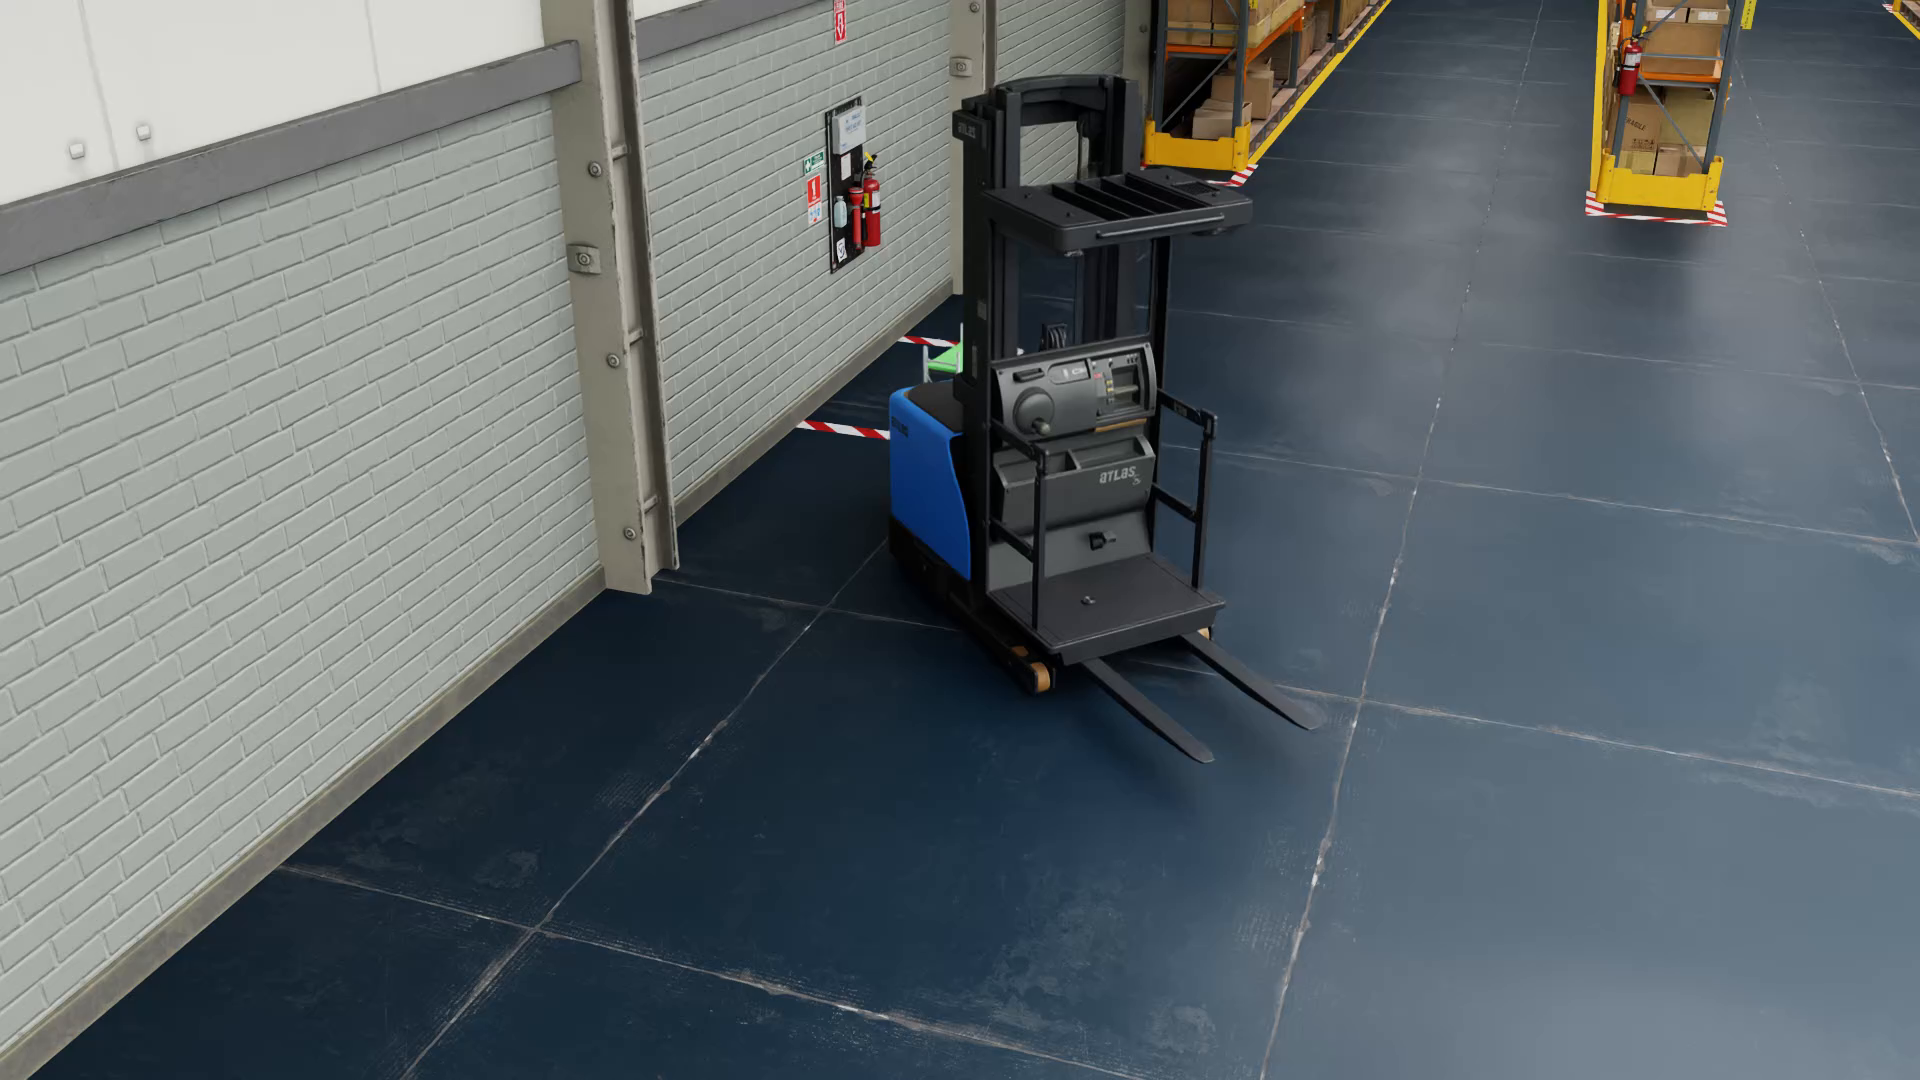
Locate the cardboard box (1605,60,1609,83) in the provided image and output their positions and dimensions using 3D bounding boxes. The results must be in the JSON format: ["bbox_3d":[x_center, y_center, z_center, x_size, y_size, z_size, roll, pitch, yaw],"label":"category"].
[{"bbox_3d":[9.072,-6.372,22.642,0.500,0.250,0.500,9,27,18],"label":"cardboard box"}]

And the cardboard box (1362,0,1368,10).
[{"bbox_3d":[6.593,-9.521,28.458,0.750,0.750,0.750,9,27,18],"label":"cardboard box"}]

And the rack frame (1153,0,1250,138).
[{"bbox_3d":[2.694,-5.654,18.487,1.000,3.000,0.127,9,27,17],"label":"rack frame"}]

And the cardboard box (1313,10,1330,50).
[{"bbox_3d":[5.165,-7.712,25.099,0.700,0.500,0.500,9,27,18],"label":"cardboard box"}]

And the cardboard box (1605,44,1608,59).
[{"bbox_3d":[9.577,-7.004,23.947,0.500,0.250,0.500,9,27,17],"label":"cardboard box"}]

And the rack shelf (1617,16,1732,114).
[{"bbox_3d":[8.032,-5.436,18.860,1.077,0.370,4.000,9,27,17],"label":"rack shelf"}]

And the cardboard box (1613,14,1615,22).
[{"bbox_3d":[10.118,-7.717,25.109,0.500,0.500,0.500,10,28,19],"label":"cardboard box"}]

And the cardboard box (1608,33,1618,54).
[{"bbox_3d":[9.238,-6.830,22.944,0.500,0.311,0.500,8,27,16],"label":"cardboard box"}]

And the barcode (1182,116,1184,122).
[{"bbox_3d":[2.638,-4.983,19.670,0.001,0.075,0.075,9,27,17],"label":"barcode"}]

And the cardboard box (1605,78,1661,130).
[{"bbox_3d":[7.583,-4.903,18.748,0.500,0.500,0.500,9,27,17],"label":"cardboard box"}]

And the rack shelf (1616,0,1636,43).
[{"bbox_3d":[9.363,-7.080,22.255,1.077,0.370,4.000,9,27,17],"label":"rack shelf"}]

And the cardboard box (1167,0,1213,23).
[{"bbox_3d":[2.650,-6.158,18.815,0.500,0.500,0.500,8,27,17],"label":"cardboard box"}]

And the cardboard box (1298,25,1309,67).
[{"bbox_3d":[4.586,-7.100,23.835,0.700,0.500,0.500,9,27,18],"label":"cardboard box"}]

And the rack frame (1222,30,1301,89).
[{"bbox_3d":[4.025,-7.298,21.882,1.000,3.000,0.127,9,27,17],"label":"rack frame"}]

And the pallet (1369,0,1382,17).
[{"bbox_3d":[7.014,-9.632,29.901,1.003,0.211,1.213,9,27,17],"label":"pallet"}]

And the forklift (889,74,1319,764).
[{"bbox_3d":[0.708,-0.746,8.427,1.130,2.935,3.031,-13,29,-25],"label":"forklift"}]

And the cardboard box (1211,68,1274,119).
[{"bbox_3d":[3.490,-5.527,20.587,0.700,0.500,0.500,7,27,14],"label":"cardboard box"}]

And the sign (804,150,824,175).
[{"bbox_3d":[-1.015,-2.635,11.601,0.001,0.109,0.331,9,27,17],"label":"sign"}]

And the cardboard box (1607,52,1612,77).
[{"bbox_3d":[8.729,-6.208,21.660,0.500,0.311,0.500,10,27,19],"label":"cardboard box"}]

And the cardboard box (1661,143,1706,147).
[{"bbox_3d":[7.917,-4.283,18.328,0.500,0.250,0.500,9,27,17],"label":"cardboard box"}]

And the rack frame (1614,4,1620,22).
[{"bbox_3d":[10.028,-8.225,23.796,1.000,3.000,0.127,9,27,17],"label":"rack frame"}]

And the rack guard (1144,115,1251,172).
[{"bbox_3d":[2.719,-4.561,19.096,1.175,0.500,0.348,9,27,17],"label":"rack guard"}]

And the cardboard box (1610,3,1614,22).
[{"bbox_3d":[10.802,-8.558,26.846,0.500,0.500,0.500,9,27,18],"label":"cardboard box"}]

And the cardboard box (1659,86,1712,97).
[{"bbox_3d":[8.073,-4.828,18.592,0.500,0.500,0.500,9,27,17],"label":"cardboard box"}]

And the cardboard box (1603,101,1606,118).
[{"bbox_3d":[8.086,-5.182,20.183,0.500,0.250,0.500,9,27,17],"label":"cardboard box"}]

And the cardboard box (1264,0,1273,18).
[{"bbox_3d":[3.310,-6.288,19.083,0.500,0.500,0.500,9,27,18],"label":"cardboard box"}]

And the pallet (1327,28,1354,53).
[{"bbox_3d":[5.689,-8.000,26.531,1.003,0.211,1.213,9,27,17],"label":"pallet"}]

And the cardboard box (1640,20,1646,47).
[{"bbox_3d":[7.875,-5.592,18.243,0.700,0.500,0.500,9,27,18],"label":"cardboard box"}]

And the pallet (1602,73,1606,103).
[{"bbox_3d":[9.310,-6.138,22.685,1.003,0.211,1.213,9,27,17],"label":"pallet"}]

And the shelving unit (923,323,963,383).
[{"bbox_3d":[0.004,-0.680,10.278,0.258,1.200,0.503,13,29,25],"label":"shelving unit"}]

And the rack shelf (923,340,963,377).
[{"bbox_3d":[0.004,-1.055,10.097,0.258,0.148,0.480,13,29,25],"label":"rack shelf"}]

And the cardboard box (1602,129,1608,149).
[{"bbox_3d":[7.586,-4.565,18.910,0.500,0.250,0.500,9,27,17],"label":"cardboard box"}]

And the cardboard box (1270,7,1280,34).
[{"bbox_3d":[3.490,-6.174,19.710,0.500,0.250,0.500,8,27,17],"label":"cardboard box"}]

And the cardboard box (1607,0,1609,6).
[{"bbox_3d":[11.350,-9.222,28.621,0.380,0.149,0.250,9,27,17],"label":"cardboard box"}]

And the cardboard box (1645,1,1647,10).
[{"bbox_3d":[7.484,-5.672,17.664,0.380,0.149,0.250,8,27,17],"label":"cardboard box"}]

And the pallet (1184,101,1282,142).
[{"bbox_3d":[3.430,-5.259,20.870,1.003,0.211,1.213,9,27,17],"label":"pallet"}]

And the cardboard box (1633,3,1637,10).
[{"bbox_3d":[8.817,-6.909,21.232,0.396,0.266,0.258,8,27,16],"label":"cardboard box"}]

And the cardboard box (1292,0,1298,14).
[{"bbox_3d":[3.979,-6.798,20.997,0.500,0.250,0.500,9,27,18],"label":"cardboard box"}]

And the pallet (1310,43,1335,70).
[{"bbox_3d":[5.094,-7.366,25.221,1.003,0.211,1.213,9,27,17],"label":"pallet"}]

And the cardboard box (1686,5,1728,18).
[{"bbox_3d":[7.785,-5.514,17.336,0.380,0.149,0.250,8,27,16],"label":"cardboard box"}]

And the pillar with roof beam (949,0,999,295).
[{"bbox_3d":[4.174,-5.678,11.650,9.100,9.000,0.400,9,27,17],"label":"pillar with roof beam"}]

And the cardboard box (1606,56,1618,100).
[{"bbox_3d":[8.089,-5.519,20.019,0.500,0.500,0.500,9,27,17],"label":"cardboard box"}]

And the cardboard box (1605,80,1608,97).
[{"bbox_3d":[8.562,-5.745,21.347,0.500,0.250,0.500,8,27,17],"label":"cardboard box"}]

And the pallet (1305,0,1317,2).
[{"bbox_3d":[4.416,-7.505,22.528,1.003,0.211,1.213,9,27,17],"label":"pallet"}]

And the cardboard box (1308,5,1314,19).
[{"bbox_3d":[4.917,-7.824,24.470,0.500,0.250,0.500,9,27,18],"label":"cardboard box"}]

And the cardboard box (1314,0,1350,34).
[{"bbox_3d":[5.724,-8.447,26.238,0.750,0.750,0.750,8,27,17],"label":"cardboard box"}]
